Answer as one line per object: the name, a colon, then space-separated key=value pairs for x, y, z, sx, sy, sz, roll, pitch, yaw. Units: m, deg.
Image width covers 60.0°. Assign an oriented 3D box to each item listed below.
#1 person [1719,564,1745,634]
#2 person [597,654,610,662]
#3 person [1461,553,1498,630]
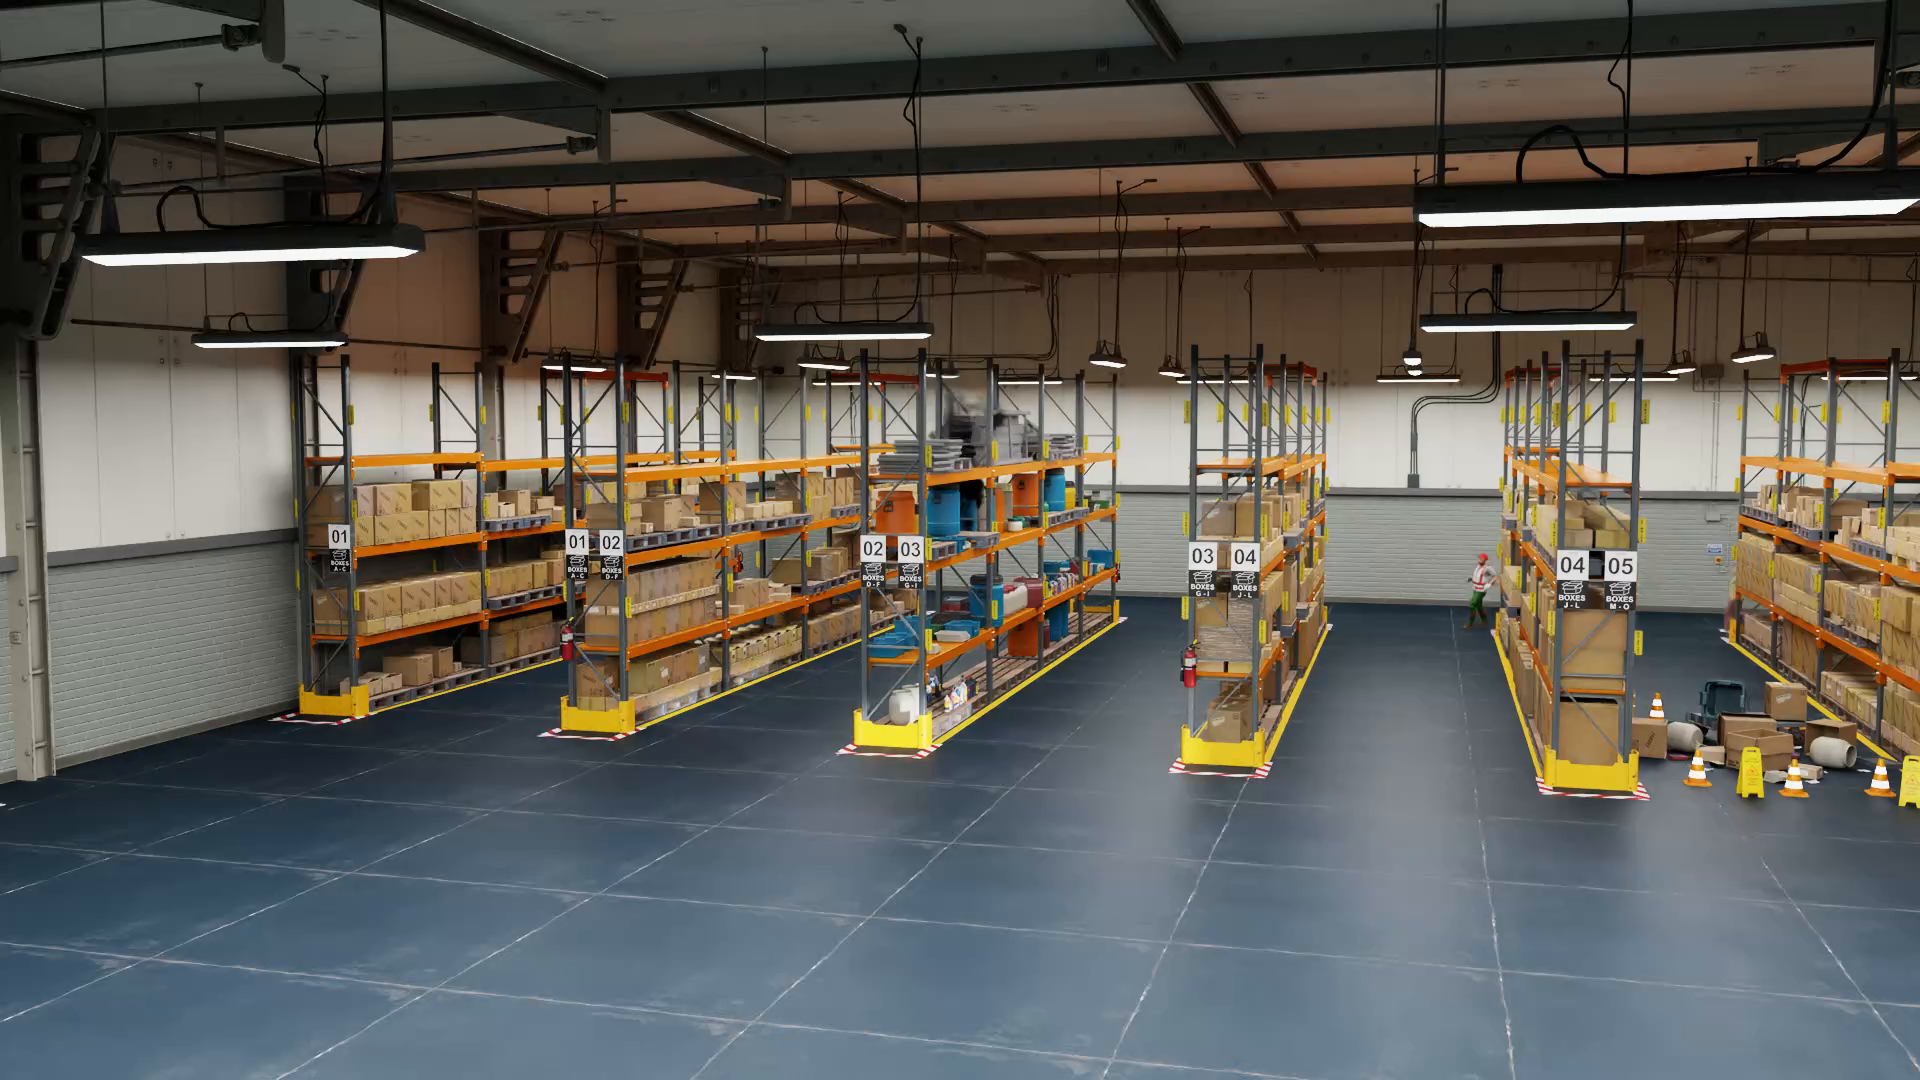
person: x=17.688 y=1.355 z=37.869 sx=0.800 sy=1.635 sz=0.636 roll=3 pitch=5 yaw=38
person: x=-6.452 y=1.917 z=30.180 sx=0.564 sy=1.716 sz=0.794 roll=1 pitch=4 yaw=8
person: x=12.107 y=1.205 z=38.772 sx=0.727 sy=1.815 sz=0.725 roll=-1 pitch=4 yaw=-11
